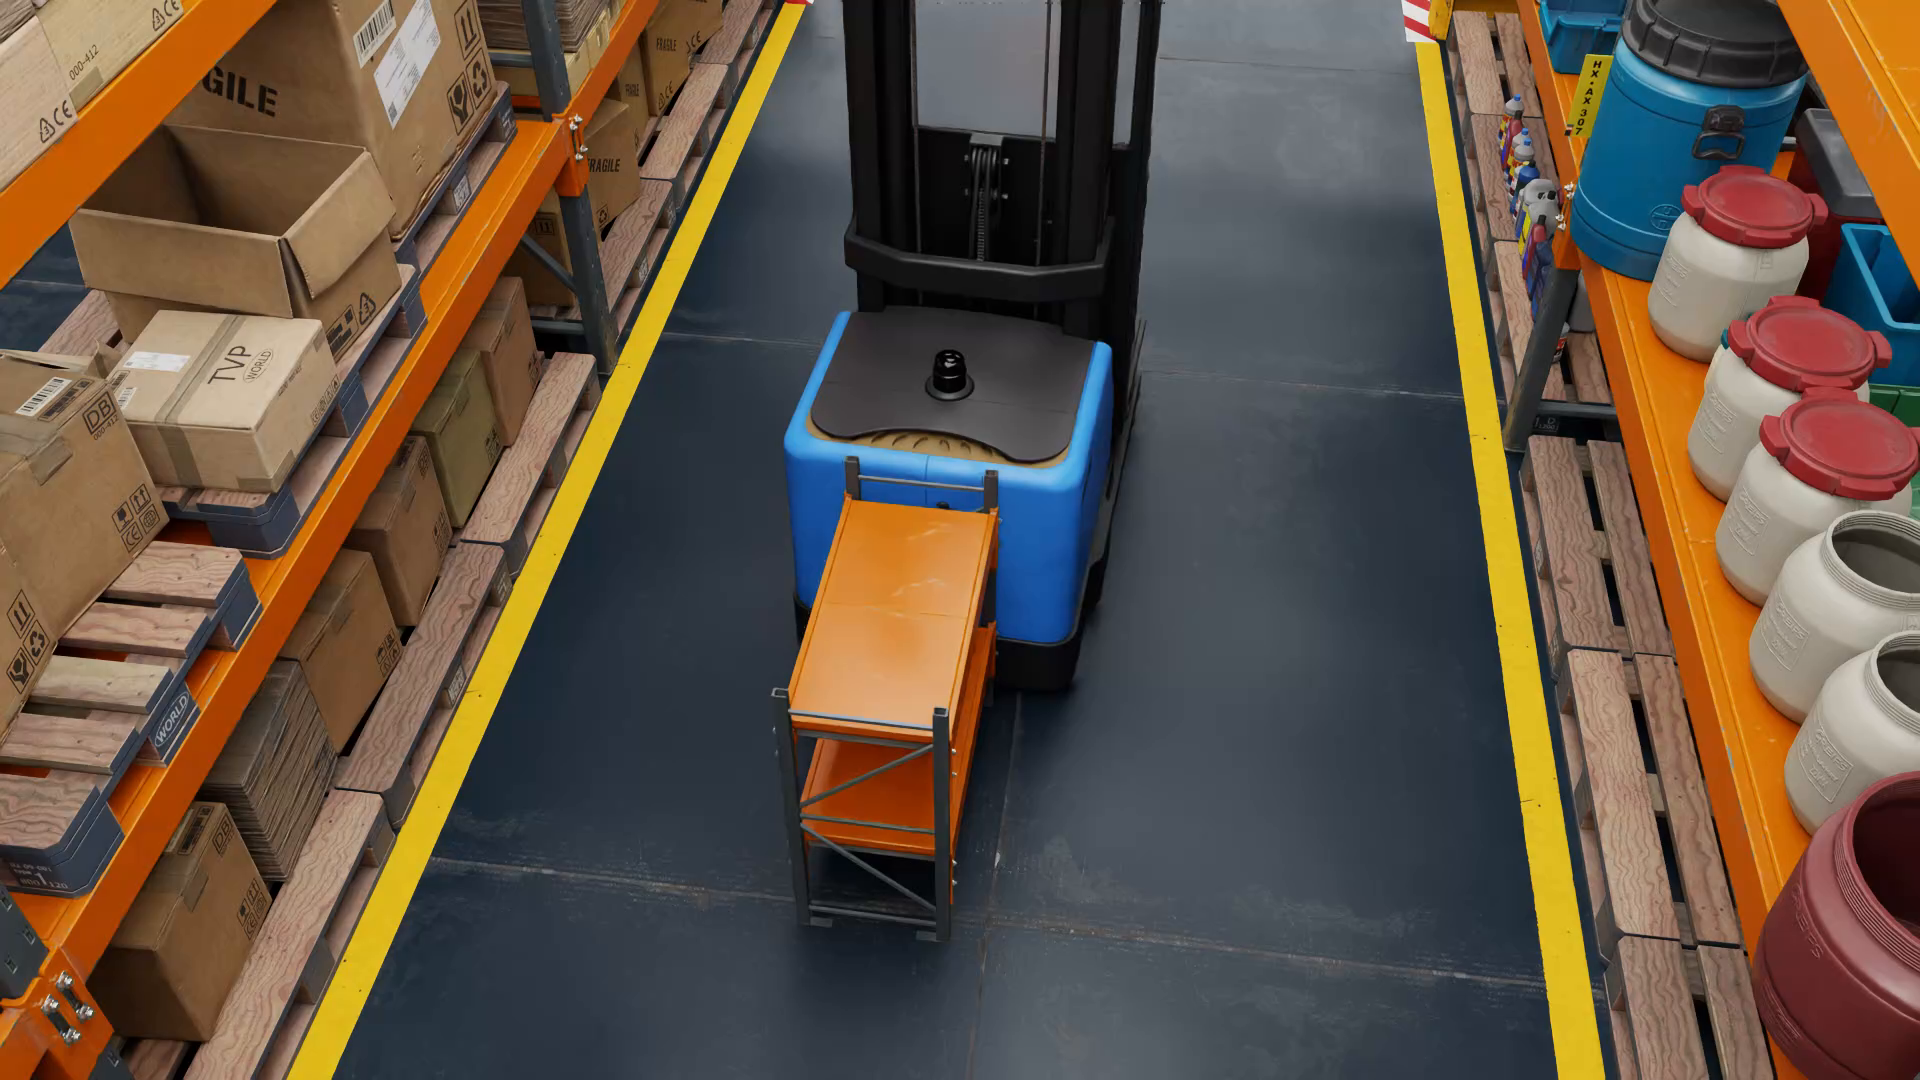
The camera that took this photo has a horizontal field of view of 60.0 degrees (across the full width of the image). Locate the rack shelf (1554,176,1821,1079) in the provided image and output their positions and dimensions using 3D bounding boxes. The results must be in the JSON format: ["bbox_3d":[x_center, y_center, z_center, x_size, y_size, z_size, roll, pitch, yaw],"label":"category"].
[{"bbox_3d":[2.578,0.162,4.920,1.077,0.370,4.000,5,44,6],"label":"rack shelf"}]

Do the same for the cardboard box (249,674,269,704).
[{"bbox_3d":[-2.477,0.468,5.027,0.500,0.250,0.500,10,44,10],"label":"cardboard box"}]

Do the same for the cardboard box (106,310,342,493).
[{"bbox_3d":[-2.147,-0.406,4.800,0.500,0.250,0.500,4,44,4],"label":"cardboard box"}]

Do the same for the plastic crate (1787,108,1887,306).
[{"bbox_3d":[3.081,-1.128,5.713,0.402,0.464,0.583,5,44,6],"label":"plastic crate"}]

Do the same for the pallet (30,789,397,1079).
[{"bbox_3d":[-2.491,1.294,5.230,1.003,0.211,1.213,5,44,6],"label":"pallet"}]

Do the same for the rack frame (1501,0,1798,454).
[{"bbox_3d":[2.842,-1.462,6.113,1.000,3.000,0.127,5,44,6],"label":"rack frame"}]

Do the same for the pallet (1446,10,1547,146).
[{"bbox_3d":[3.295,-2.566,9.307,1.003,0.211,1.213,5,44,6],"label":"pallet"}]

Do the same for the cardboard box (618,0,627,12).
[{"bbox_3d":[-1.666,-2.454,7.342,0.380,0.149,0.250,5,44,6],"label":"cardboard box"}]

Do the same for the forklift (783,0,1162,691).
[{"bbox_3d":[0.189,-1.541,6.245,1.130,2.935,3.031,8,44,8],"label":"forklift"}]

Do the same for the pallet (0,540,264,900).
[{"bbox_3d":[-2.608,0.388,4.298,1.213,0.211,1.003,5,44,6],"label":"pallet"}]

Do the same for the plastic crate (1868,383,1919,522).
[{"bbox_3d":[2.892,-0.173,4.905,0.450,0.188,0.662,5,44,6],"label":"plastic crate"}]

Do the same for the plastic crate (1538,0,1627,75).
[{"bbox_3d":[2.719,-2.187,6.986,0.499,0.251,0.616,5,44,6],"label":"plastic crate"}]

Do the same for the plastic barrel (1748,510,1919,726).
[{"bbox_3d":[2.293,0.216,4.259,0.421,0.512,0.421,0,43,0],"label":"plastic barrel"}]

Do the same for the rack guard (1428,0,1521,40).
[{"bbox_3d":[3.408,-3.224,9.792,1.175,0.500,0.348,5,44,6],"label":"rack guard"}]

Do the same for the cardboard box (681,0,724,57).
[{"bbox_3d":[-1.683,-3.049,9.301,0.500,0.500,0.500,16,46,16],"label":"cardboard box"}]

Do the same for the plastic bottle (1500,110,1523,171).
[{"bbox_3d":[2.774,-2.002,8.338,0.061,0.283,0.133,6,44,6],"label":"plastic bottle"}]

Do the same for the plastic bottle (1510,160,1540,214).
[{"bbox_3d":[2.737,-1.710,8.039,0.097,0.271,0.097,0,43,0],"label":"plastic bottle"}]

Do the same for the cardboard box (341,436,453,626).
[{"bbox_3d":[-2.325,-0.043,6.112,0.700,0.500,0.500,2,43,2],"label":"cardboard box"}]

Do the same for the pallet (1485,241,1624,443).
[{"bbox_3d":[2.972,-0.904,7.551,1.003,0.211,1.213,5,44,6],"label":"pallet"}]

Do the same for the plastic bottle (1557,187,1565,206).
[{"bbox_3d":[2.841,-1.553,7.864,0.061,0.283,0.133,5,44,6],"label":"plastic bottle"}]

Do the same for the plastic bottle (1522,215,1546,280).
[{"bbox_3d":[2.647,-1.346,7.646,0.061,0.283,0.133,8,44,8],"label":"plastic bottle"}]

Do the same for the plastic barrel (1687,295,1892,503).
[{"bbox_3d":[2.401,-0.379,4.870,0.433,0.535,0.433,0,43,0],"label":"plastic barrel"}]

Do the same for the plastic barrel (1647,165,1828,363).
[{"bbox_3d":[2.498,-0.879,5.398,0.433,0.535,0.433,0,43,0],"label":"plastic barrel"}]

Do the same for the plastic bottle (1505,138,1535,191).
[{"bbox_3d":[2.764,-1.848,8.185,0.097,0.271,0.097,0,43,0],"label":"plastic bottle"}]

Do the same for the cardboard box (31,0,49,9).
[{"bbox_3d":[-2.149,-1.479,3.512,0.500,0.500,0.500,4,44,4],"label":"cardboard box"}]

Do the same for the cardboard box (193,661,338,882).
[{"bbox_3d":[-2.467,0.724,5.302,0.700,0.500,0.500,2,43,2],"label":"cardboard box"}]

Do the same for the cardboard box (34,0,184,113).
[{"bbox_3d":[-2.155,-1.219,3.783,0.500,0.250,0.500,6,44,6],"label":"cardboard box"}]

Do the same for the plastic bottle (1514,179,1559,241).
[{"bbox_3d":[2.735,-1.559,7.876,0.152,0.276,0.135,6,44,6],"label":"plastic bottle"}]

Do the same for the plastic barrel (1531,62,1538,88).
[{"bbox_3d":[3.293,-2.640,8.861,0.421,0.512,0.421,0,43,0],"label":"plastic barrel"}]

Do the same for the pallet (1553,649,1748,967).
[{"bbox_3d":[2.618,0.923,5.622,1.003,0.211,1.213,5,44,6],"label":"pallet"}]

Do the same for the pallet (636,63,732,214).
[{"bbox_3d":[-1.855,-2.195,8.914,1.003,0.211,1.213,5,44,6],"label":"pallet"}]

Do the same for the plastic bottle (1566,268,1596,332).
[{"bbox_3d":[2.784,-1.112,7.349,0.144,0.351,0.185,5,44,6],"label":"plastic bottle"}]

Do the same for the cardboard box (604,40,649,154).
[{"bbox_3d":[-1.902,-2.247,8.455,0.500,0.500,0.500,2,43,2],"label":"cardboard box"}]

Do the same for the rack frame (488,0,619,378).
[{"bbox_3d":[-2.067,-1.912,6.588,1.000,3.000,0.127,5,44,6],"label":"rack frame"}]

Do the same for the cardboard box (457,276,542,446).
[{"bbox_3d":[-2.170,-0.748,6.856,0.700,0.500,0.500,2,43,2],"label":"cardboard box"}]

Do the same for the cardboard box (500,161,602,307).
[{"bbox_3d":[-1.975,-1.426,7.587,0.500,0.500,0.500,4,44,4],"label":"cardboard box"}]

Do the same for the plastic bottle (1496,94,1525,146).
[{"bbox_3d":[2.822,-2.150,8.503,0.097,0.271,0.097,0,43,0],"label":"plastic bottle"}]

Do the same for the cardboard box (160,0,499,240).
[{"bbox_3d":[-2.311,-1.754,5.679,1.000,1.000,1.000,6,44,6],"label":"cardboard box"}]

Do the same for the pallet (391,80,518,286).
[{"bbox_3d":[-2.313,-1.335,6.118,1.003,0.211,1.213,5,44,6],"label":"pallet"}]

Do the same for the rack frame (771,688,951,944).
[{"bbox_3d":[-0.279,0.860,5.024,0.500,1.125,0.032,6,44,6],"label":"rack frame"}]

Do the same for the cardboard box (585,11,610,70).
[{"bbox_3d":[-1.695,-2.110,6.979,0.380,0.149,0.250,5,44,6],"label":"cardboard box"}]

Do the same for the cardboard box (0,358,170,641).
[{"bbox_3d":[-2.590,-0.136,4.334,0.700,0.500,0.500,11,45,12],"label":"cardboard box"}]

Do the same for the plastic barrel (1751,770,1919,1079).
[{"bbox_3d":[2.074,0.871,3.550,0.600,0.536,0.708,5,44,6],"label":"plastic barrel"}]

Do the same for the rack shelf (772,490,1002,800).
[{"bbox_3d":[-0.202,0.302,5.187,0.538,0.278,1.000,6,44,6],"label":"rack shelf"}]

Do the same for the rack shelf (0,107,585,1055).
[{"bbox_3d":[-2.332,-0.288,5.396,1.077,0.370,4.000,5,44,6],"label":"rack shelf"}]

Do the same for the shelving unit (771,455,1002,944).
[{"bbox_3d":[-0.202,0.515,5.388,0.538,1.125,1.048,6,44,6],"label":"shelving unit"}]

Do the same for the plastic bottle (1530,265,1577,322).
[{"bbox_3d":[2.642,-1.125,7.363,0.144,0.351,0.185,4,44,4],"label":"plastic bottle"}]
